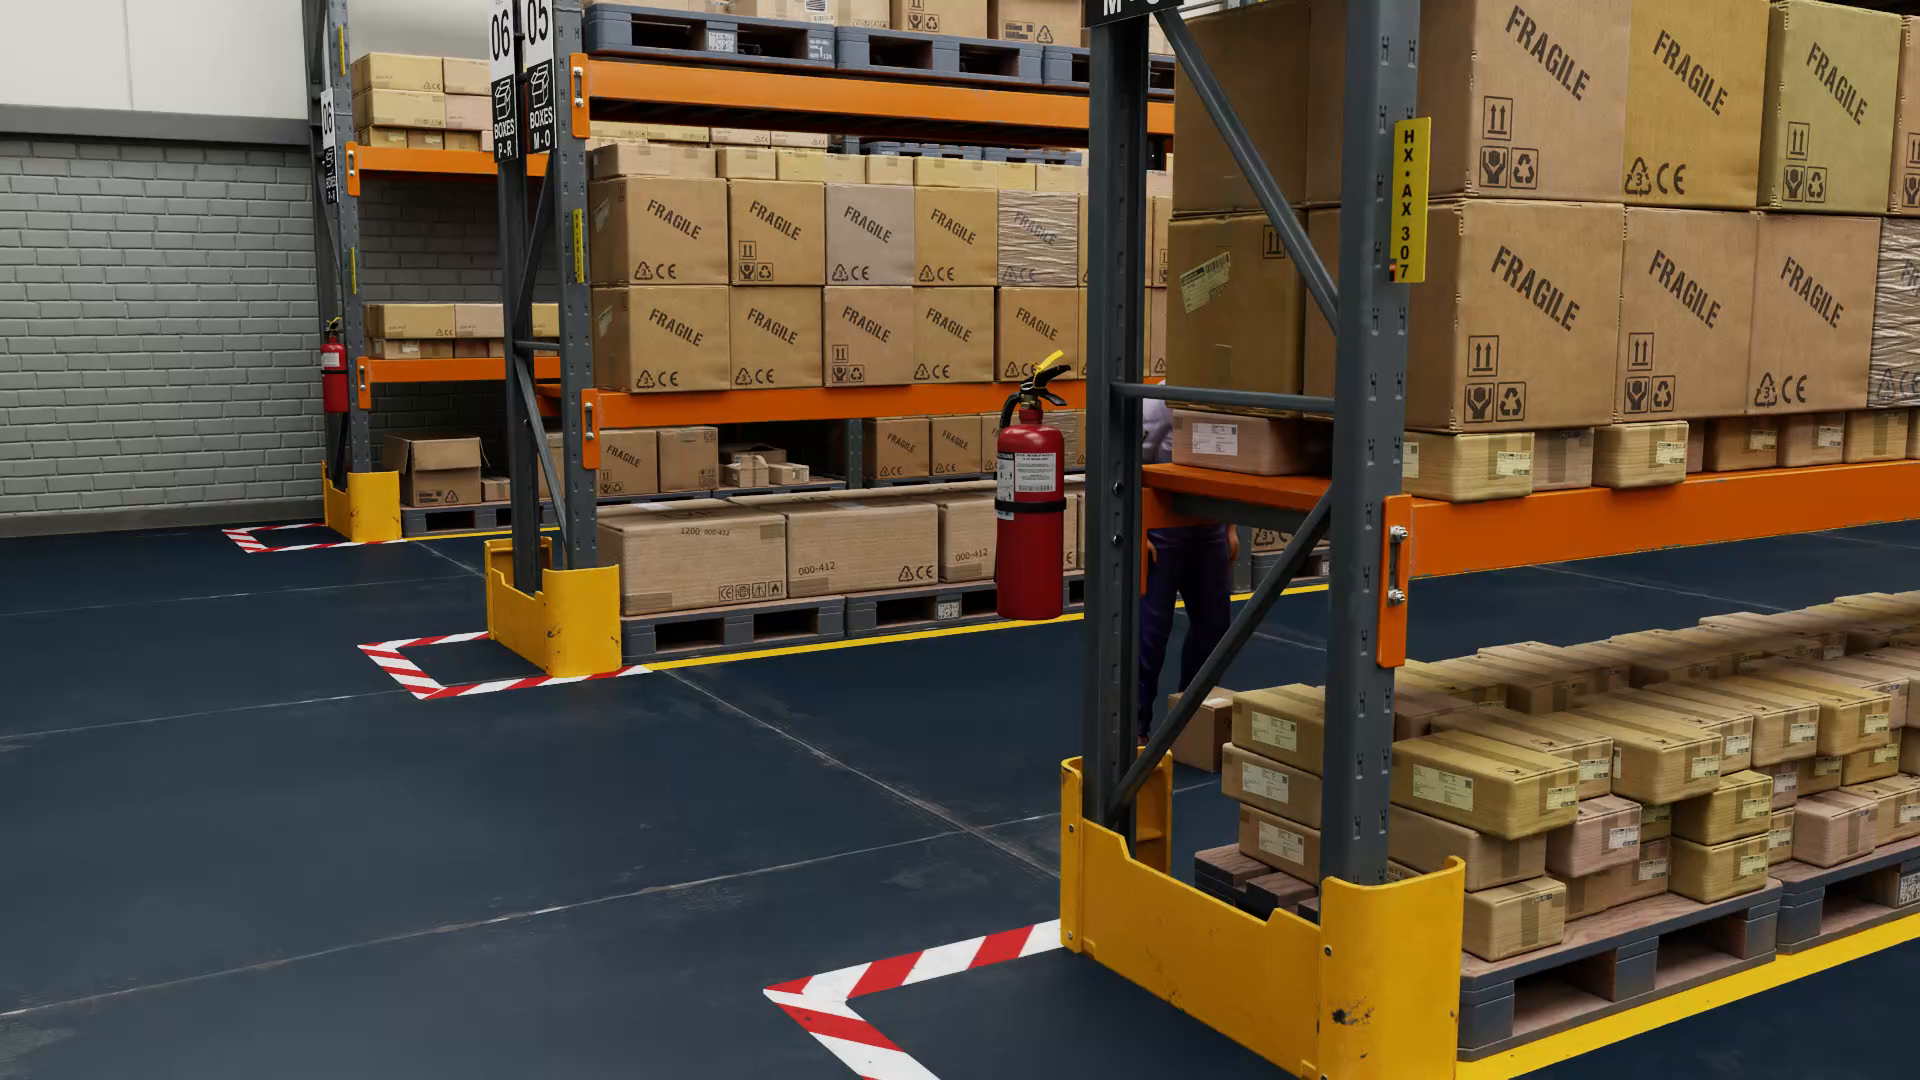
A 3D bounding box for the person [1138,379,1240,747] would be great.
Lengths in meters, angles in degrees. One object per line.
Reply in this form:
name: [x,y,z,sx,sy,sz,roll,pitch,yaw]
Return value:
person: [0.851,-0.004,6.380,0.556,1.652,0.416,-5,10,-33]
